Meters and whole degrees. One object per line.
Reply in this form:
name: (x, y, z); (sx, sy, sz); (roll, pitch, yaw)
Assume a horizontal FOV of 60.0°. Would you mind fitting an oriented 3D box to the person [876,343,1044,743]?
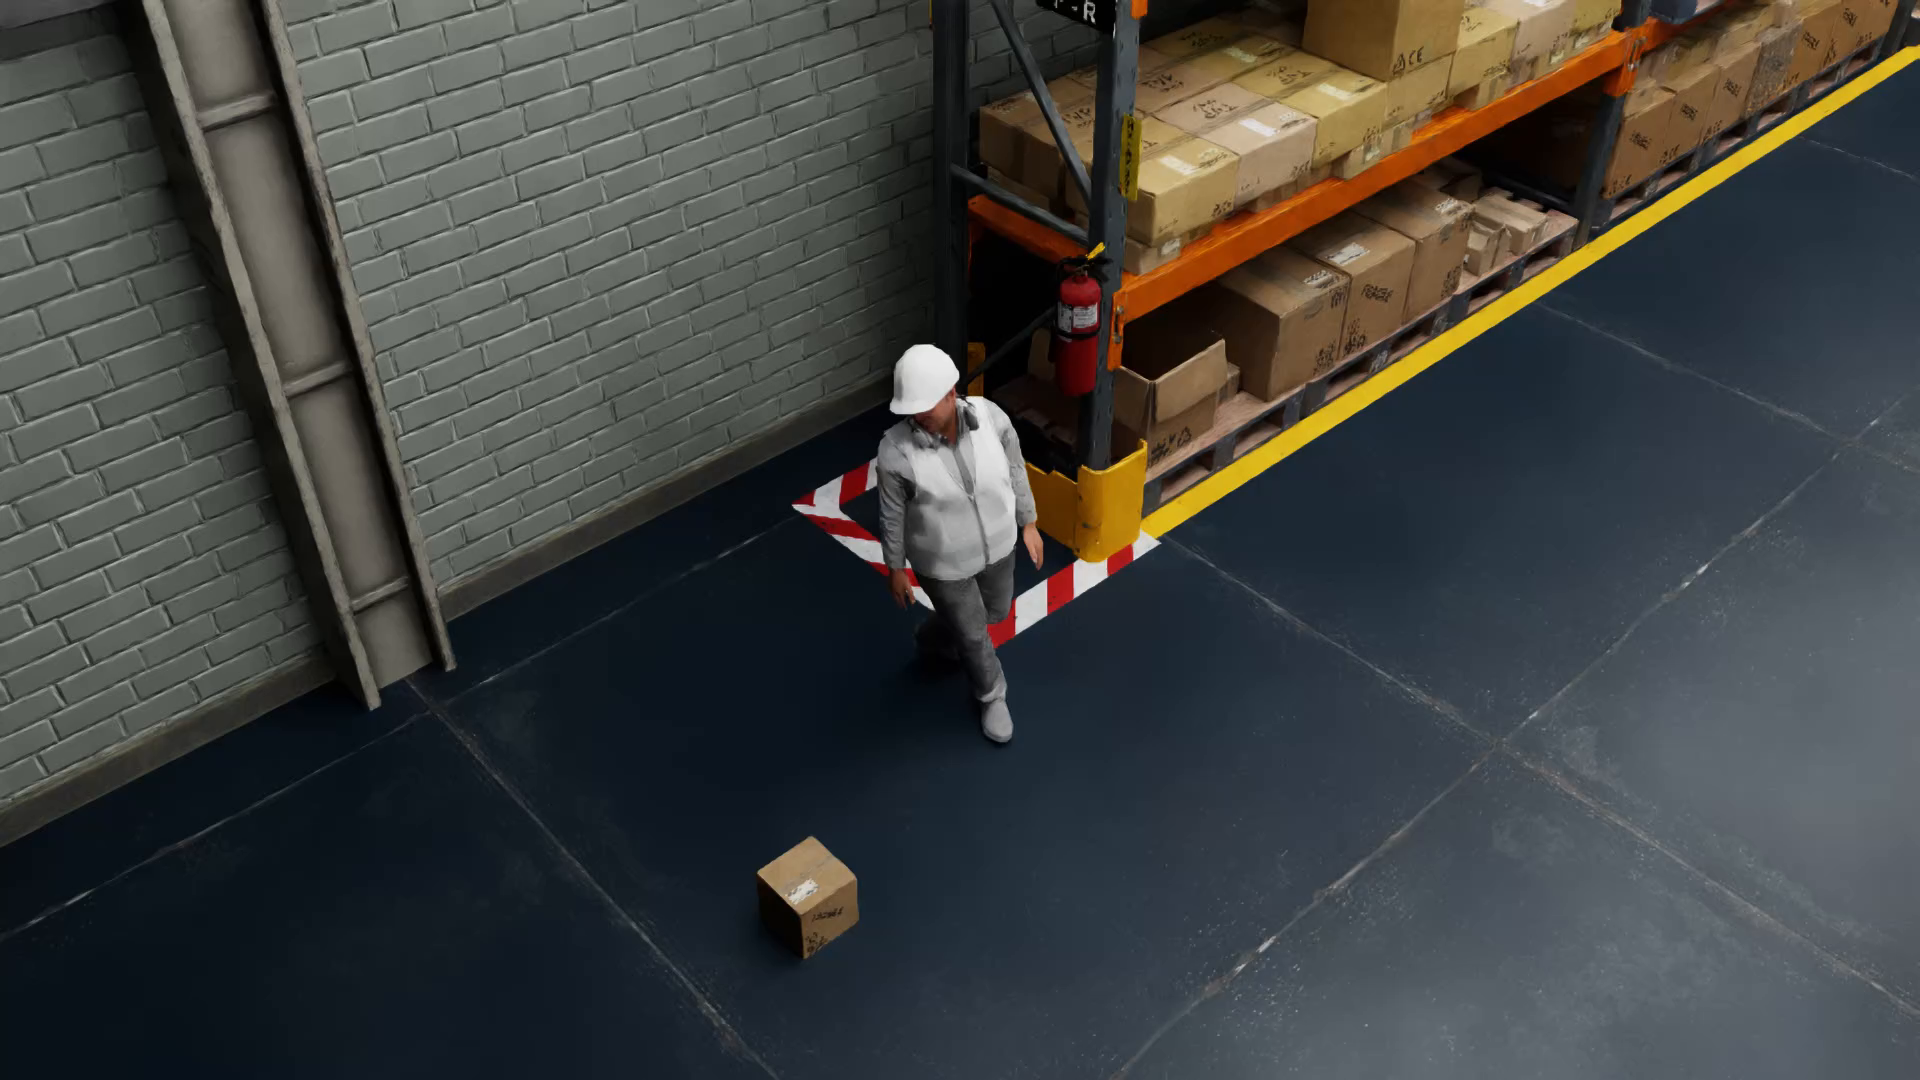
person: (-0.029, 0.001, 6.156); (0.575, 1.744, 0.614); (-25, 46, -27)
